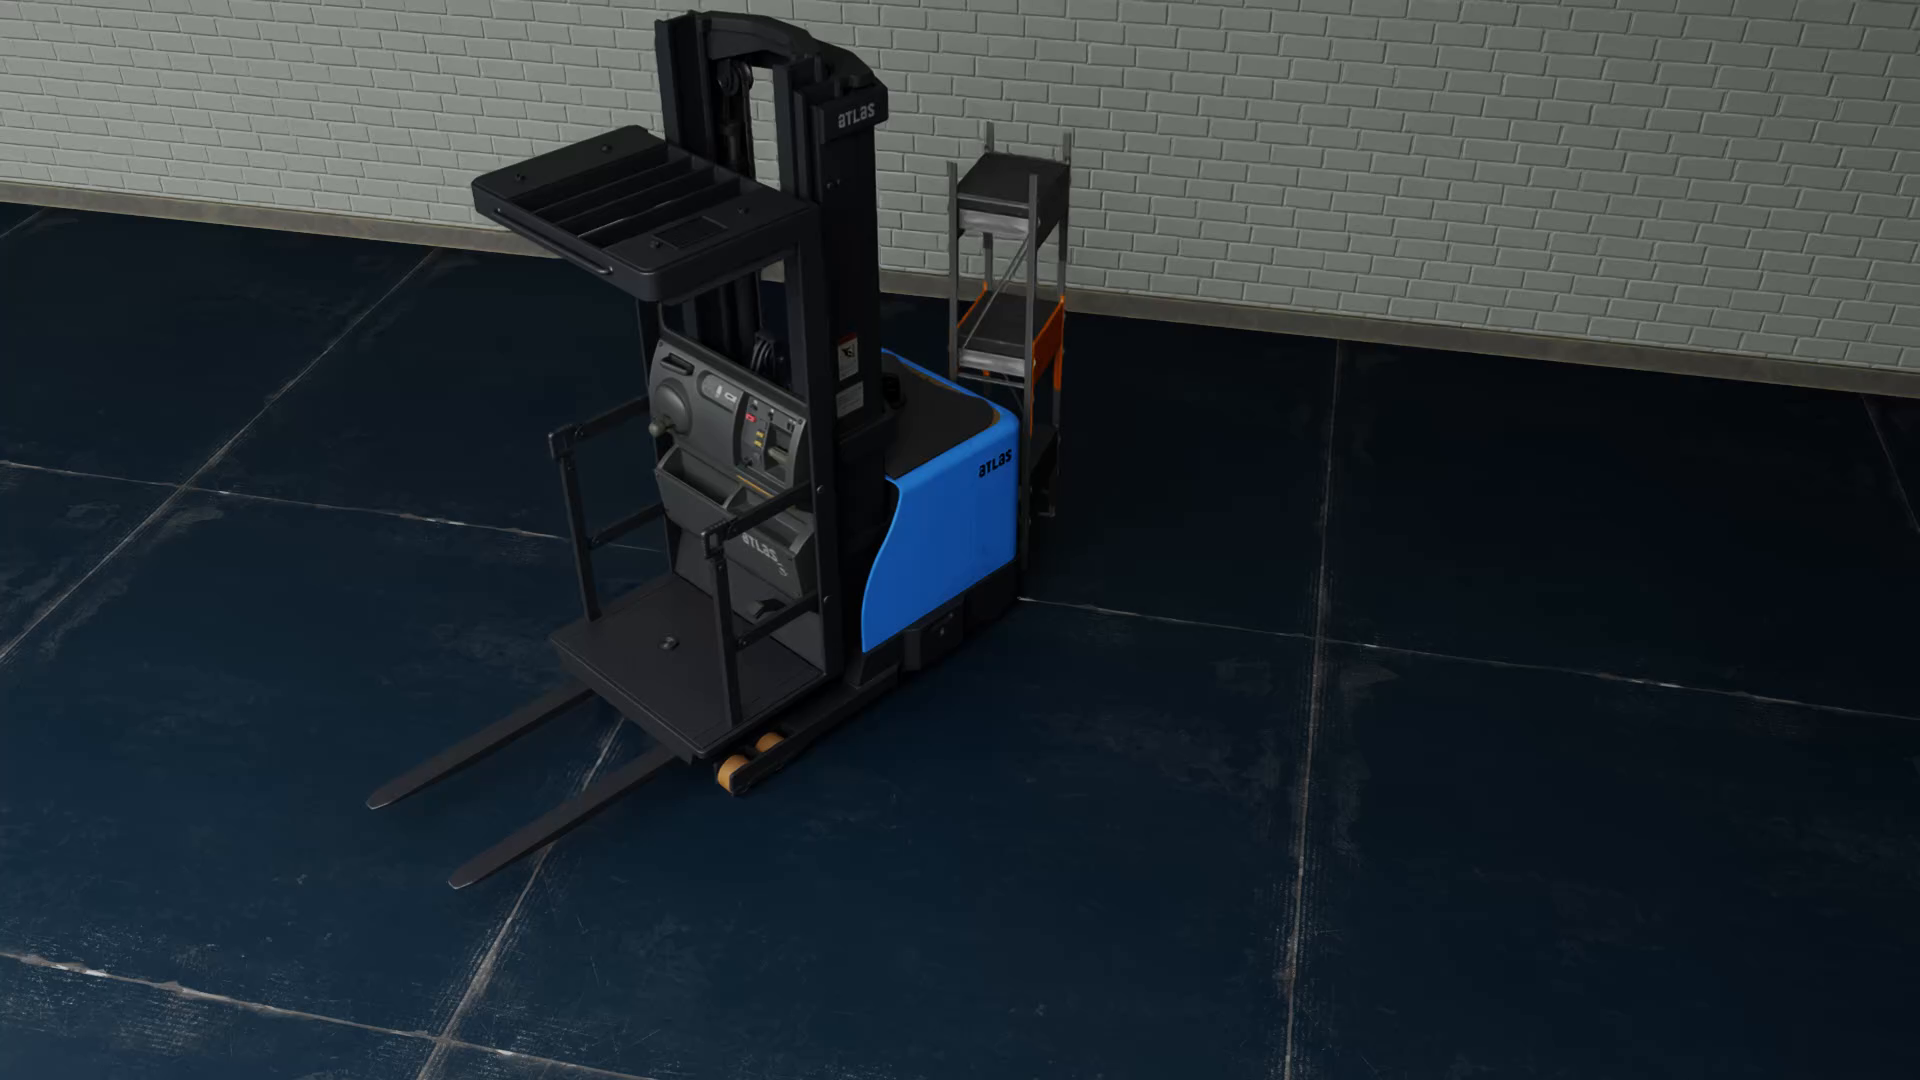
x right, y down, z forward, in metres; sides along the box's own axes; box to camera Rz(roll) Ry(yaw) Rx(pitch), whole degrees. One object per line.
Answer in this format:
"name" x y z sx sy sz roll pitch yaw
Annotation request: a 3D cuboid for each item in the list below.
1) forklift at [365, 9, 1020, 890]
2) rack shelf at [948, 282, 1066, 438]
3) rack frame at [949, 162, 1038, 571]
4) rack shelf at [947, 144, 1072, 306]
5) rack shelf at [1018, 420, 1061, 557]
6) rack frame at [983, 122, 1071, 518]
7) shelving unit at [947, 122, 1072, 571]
"forklift" -1.101 -0.454 6.649 1.130 2.935 3.031 30 45 34
"rack shelf" 0.226 -0.865 7.948 0.431 0.518 0.480 12 38 16
"rack frame" 0.144 -0.741 7.754 0.400 2.100 0.015 12 38 16
"rack shelf" 0.226 -1.432 7.537 0.431 0.518 0.480 12 38 16
"rack shelf" 0.226 -0.298 8.359 0.431 0.518 0.480 12 38 16
"rack frame" 0.309 -1.011 8.126 0.400 2.100 0.015 12 38 16
"shelving unit" 0.226 -0.876 7.940 0.431 2.100 0.503 12 38 16
